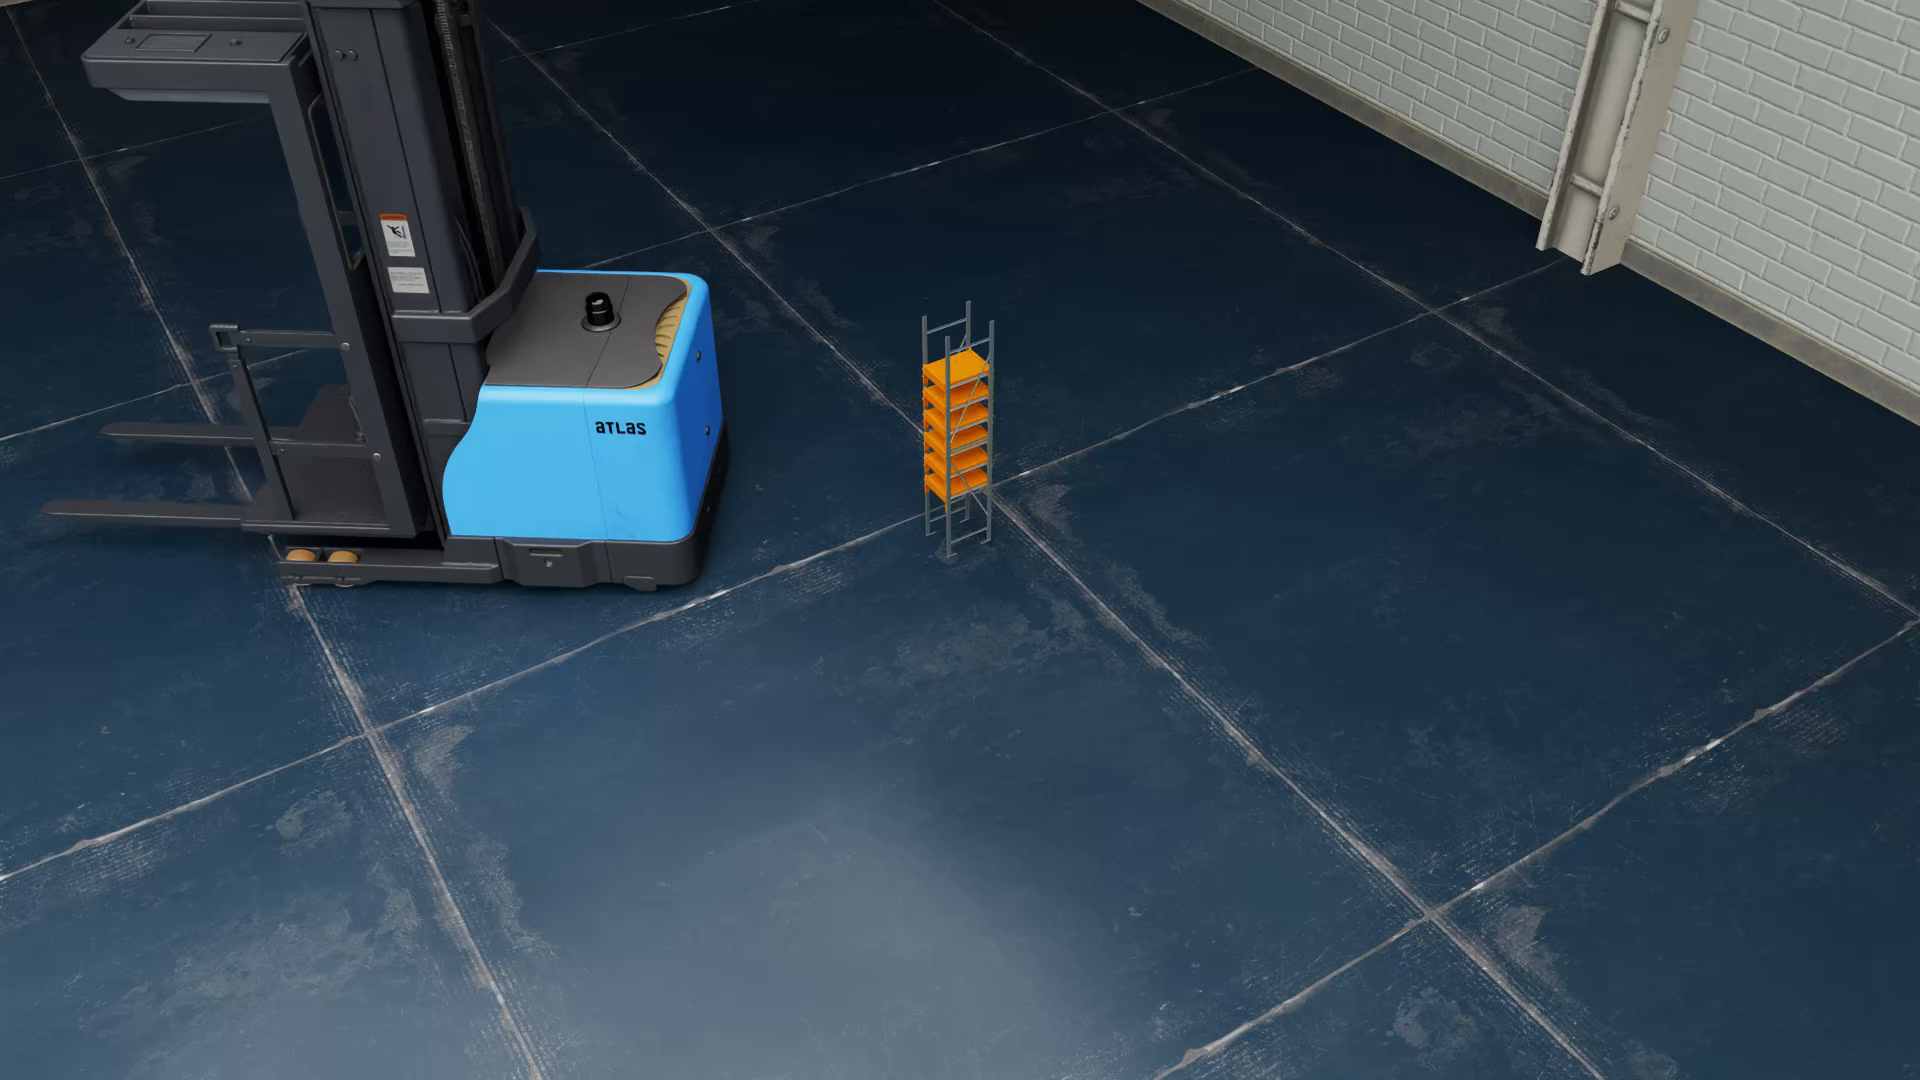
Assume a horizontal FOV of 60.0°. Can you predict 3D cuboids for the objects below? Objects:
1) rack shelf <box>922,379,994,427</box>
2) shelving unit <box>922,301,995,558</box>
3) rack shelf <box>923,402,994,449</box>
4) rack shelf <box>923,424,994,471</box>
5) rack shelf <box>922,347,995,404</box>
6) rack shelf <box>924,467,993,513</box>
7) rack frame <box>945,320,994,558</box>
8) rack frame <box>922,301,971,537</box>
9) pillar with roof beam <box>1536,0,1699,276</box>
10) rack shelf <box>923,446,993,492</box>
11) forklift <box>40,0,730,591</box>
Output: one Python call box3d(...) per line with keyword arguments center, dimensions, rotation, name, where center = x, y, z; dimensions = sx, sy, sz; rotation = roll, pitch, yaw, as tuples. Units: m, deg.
box3d(center=(-0.008, -0.619, 7.250), dimensions=(0.258, 0.103, 0.180), rotation=(-22, 45, -24), name="rack shelf")
box3d(center=(-0.008, -0.469, 7.375), dimensions=(0.258, 1.200, 0.189), rotation=(-22, 45, -24), name="shelving unit")
box3d(center=(-0.008, -0.527, 7.327), dimensions=(0.258, 0.103, 0.180), rotation=(-22, 45, -24), name="rack shelf")
box3d(center=(-0.008, -0.435, 7.404), dimensions=(0.258, 0.103, 0.180), rotation=(-22, 45, -24), name="rack shelf")
box3d(center=(-0.008, -0.711, 7.173), dimensions=(0.258, 0.103, 0.180), rotation=(-22, 45, -24), name="rack shelf")
box3d(center=(-0.008, -0.250, 7.557), dimensions=(0.258, 0.103, 0.180), rotation=(-22, 45, -24), name="rack shelf")
box3d(center=(0.041, -0.419, 7.316), dimensions=(0.240, 1.200, 0.006), rotation=(-22, 45, -24), name="rack frame")
box3d(center=(-0.057, -0.518, 7.435), dimensions=(0.240, 1.200, 0.006), rotation=(-22, 45, -24), name="rack frame")
box3d(center=(0.006, -3.656, 5.108), dimensions=(9.100, 9.000, 0.400), rotation=(-22, 45, -24), name="pillar with roof beam")
box3d(center=(-0.008, -0.342, 7.481), dimensions=(0.258, 0.103, 0.180), rotation=(-22, 45, -24), name="rack shelf")
box3d(center=(-2.657, -1.250, 6.961), dimensions=(3.031, 2.935, 1.130), rotation=(2, 40, 2), name="forklift")
